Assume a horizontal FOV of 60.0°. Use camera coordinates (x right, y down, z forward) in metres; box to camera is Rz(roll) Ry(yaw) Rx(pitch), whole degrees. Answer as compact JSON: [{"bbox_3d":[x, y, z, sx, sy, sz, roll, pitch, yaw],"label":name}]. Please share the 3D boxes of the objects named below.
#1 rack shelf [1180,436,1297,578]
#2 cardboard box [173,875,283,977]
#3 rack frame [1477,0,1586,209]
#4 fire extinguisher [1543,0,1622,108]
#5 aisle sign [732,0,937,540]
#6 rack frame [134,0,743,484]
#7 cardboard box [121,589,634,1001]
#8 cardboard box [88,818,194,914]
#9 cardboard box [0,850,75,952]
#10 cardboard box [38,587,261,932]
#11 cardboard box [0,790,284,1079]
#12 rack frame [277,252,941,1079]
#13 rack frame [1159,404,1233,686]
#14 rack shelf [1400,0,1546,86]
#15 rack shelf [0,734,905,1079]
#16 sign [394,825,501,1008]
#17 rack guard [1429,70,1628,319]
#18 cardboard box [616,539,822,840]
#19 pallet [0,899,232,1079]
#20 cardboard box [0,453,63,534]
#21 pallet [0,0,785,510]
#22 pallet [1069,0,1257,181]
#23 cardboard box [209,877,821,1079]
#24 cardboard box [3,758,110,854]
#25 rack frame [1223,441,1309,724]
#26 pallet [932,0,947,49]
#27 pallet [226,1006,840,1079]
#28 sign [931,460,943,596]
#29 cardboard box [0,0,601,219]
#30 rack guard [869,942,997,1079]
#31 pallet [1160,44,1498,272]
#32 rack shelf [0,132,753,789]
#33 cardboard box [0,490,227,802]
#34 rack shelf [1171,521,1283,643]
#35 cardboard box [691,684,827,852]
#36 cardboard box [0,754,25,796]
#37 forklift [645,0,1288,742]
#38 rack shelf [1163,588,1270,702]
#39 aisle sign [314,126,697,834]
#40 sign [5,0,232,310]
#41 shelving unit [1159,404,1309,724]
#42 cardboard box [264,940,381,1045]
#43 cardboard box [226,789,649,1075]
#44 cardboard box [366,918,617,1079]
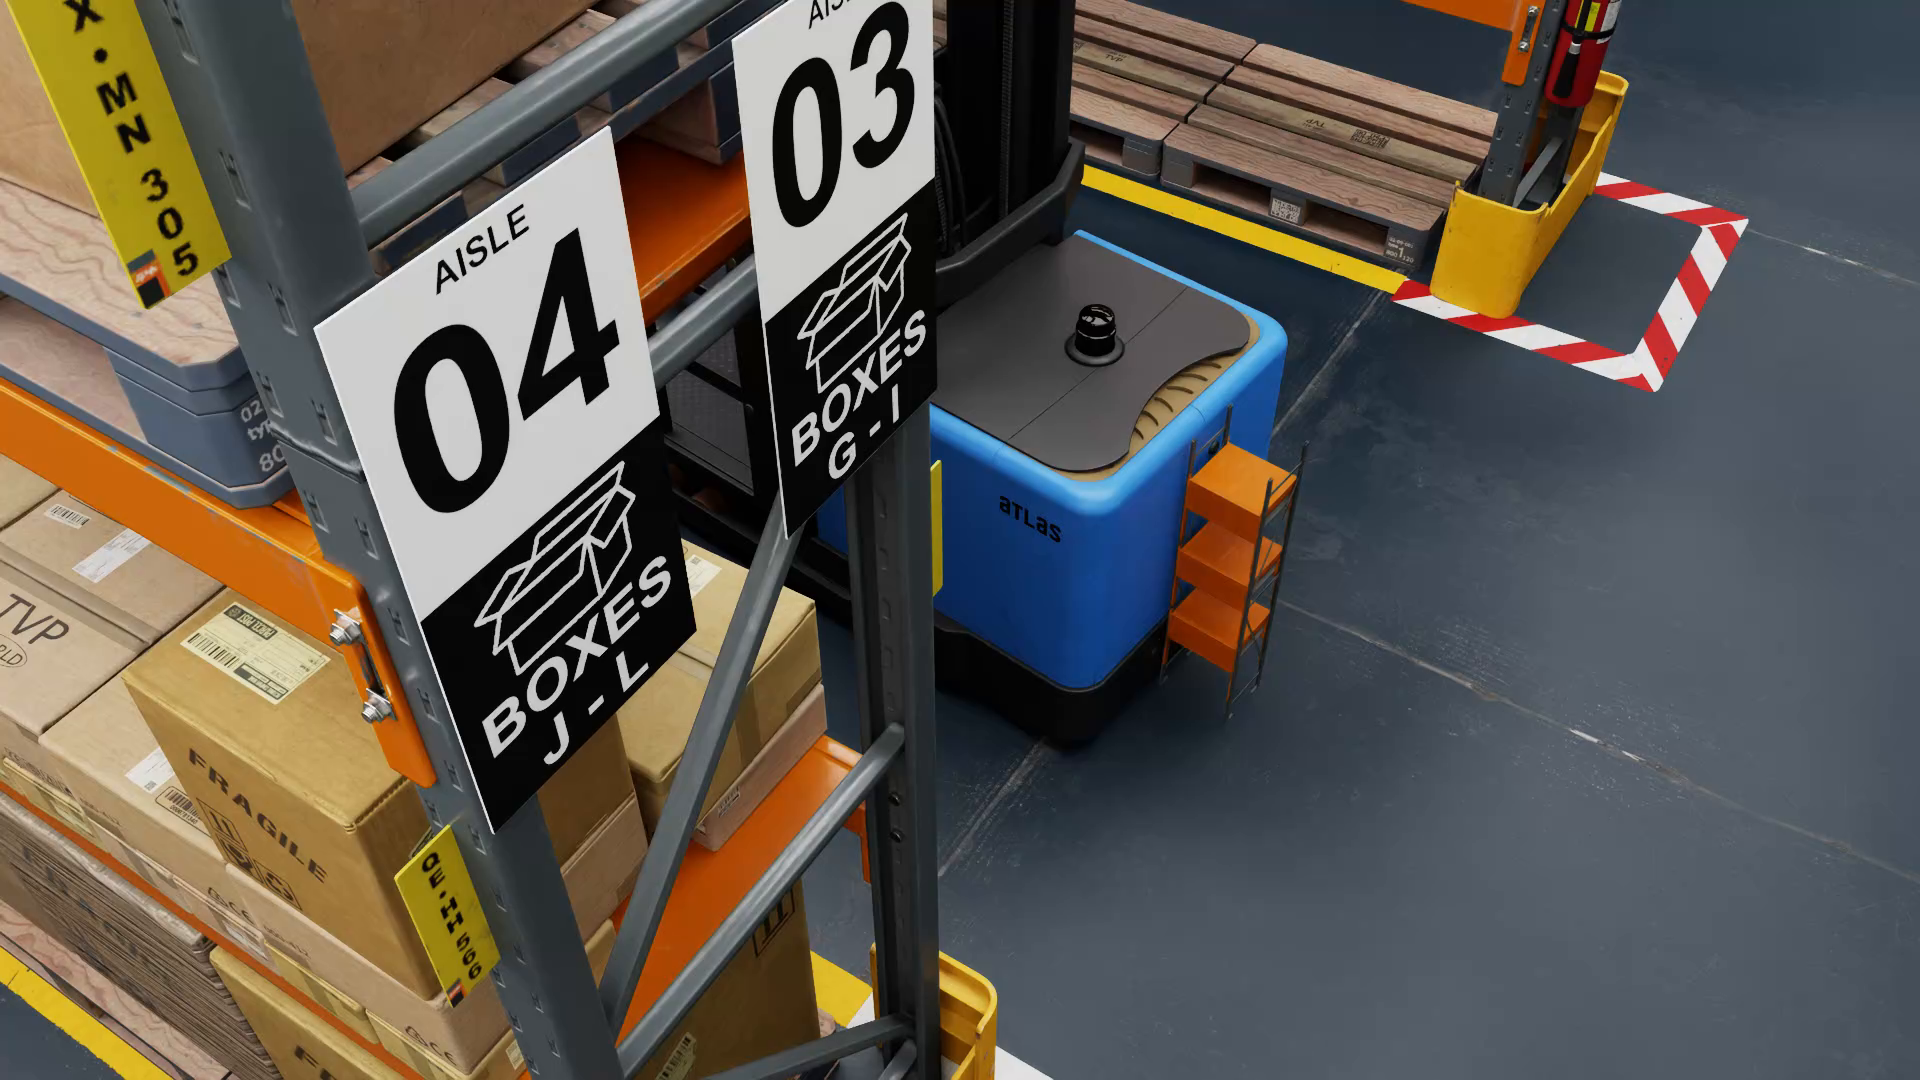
[{"bbox_3d":[0.794,-0.094,4.728,0.240,0.259,0.215,30,53,26],"label":"rack shelf"},{"bbox_3d":[-1.275,0.615,3.236,0.250,0.149,0.380,25,51,22],"label":"cardboard box"},{"bbox_3d":[2.308,-2.325,5.918,0.127,3.000,1.000,25,51,22],"label":"rack frame"},{"bbox_3d":[2.189,-1.836,5.756,0.183,0.674,0.296,25,51,22],"label":"fire extinguisher"},{"bbox_3d":[-0.144,-0.395,2.229,0.004,0.787,0.394,25,51,22],"label":"aisle sign"},{"bbox_3d":[-0.366,-1.426,0.861,0.127,3.000,1.000,25,51,22],"label":"rack frame"},{"bbox_3d":[-0.918,0.322,2.720,0.500,0.500,0.500,25,51,23],"label":"cardboard box"},{"bbox_3d":[-1.485,0.518,3.330,0.250,0.149,0.380,26,51,23],"label":"cardboard box"},{"bbox_3d":[-2.463,0.362,4.495,0.875,0.875,0.875,25,51,22],"label":"cardboard box"},{"bbox_3d":[-1.344,0.389,3.178,0.500,0.250,0.500,24,50,21],"label":"cardboard box"},{"bbox_3d":[-1.714,0.707,4.160,0.875,0.875,0.875,25,51,22],"label":"cardboard box"},{"bbox_3d":[-0.366,0.665,3.013,0.127,3.000,1.000,25,51,22],"label":"rack frame"},{"bbox_3d":[0.699,0.041,4.978,0.008,1.050,0.200,30,53,26],"label":"rack frame"},{"bbox_3d":[0.624,-2.849,6.928,4.000,0.370,1.077,25,51,22],"label":"rack shelf"},{"bbox_3d":[-2.050,0.141,4.023,4.000,0.370,1.077,25,51,22],"label":"rack shelf"},{"bbox_3d":[-0.671,0.501,2.199,0.005,0.325,0.100,25,51,22],"label":"sign"},{"bbox_3d":[2.335,-1.453,6.813,0.348,0.500,1.175,25,51,22],"label":"rack guard"},{"bbox_3d":[-0.624,0.264,3.299,0.500,0.250,0.500,23,50,21],"label":"cardboard box"},{"bbox_3d":[-2.104,0.901,4.727,1.213,0.211,1.003,25,51,22],"label":"pallet"},{"bbox_3d":[-2.213,-0.007,3.562,0.500,0.250,0.500,25,51,22],"label":"cardboard box"},{"bbox_3d":[-0.996,-0.631,2.242,1.213,0.211,1.003,25,51,22],"label":"pallet"},{"bbox_3d":[0.612,-2.169,7.711,1.213,0.211,1.003,25,51,22],"label":"pallet"},{"bbox_3d":[-0.948,1.059,3.818,0.875,0.875,0.875,25,51,22],"label":"cardboard box"},{"bbox_3d":[-1.704,0.419,3.427,0.250,0.149,0.380,24,50,21],"label":"cardboard box"},{"bbox_3d":[0.889,0.151,4.871,0.008,1.050,0.200,30,53,26],"label":"rack frame"},{"bbox_3d":[-0.419,-2.641,8.169,1.213,0.211,1.003,25,51,22],"label":"pallet"},{"bbox_3d":[-1.081,1.374,4.268,1.213,0.211,1.003,25,51,22],"label":"pallet"},{"bbox_3d":[-0.062,0.003,2.997,0.005,0.325,0.100,25,51,22],"label":"sign"},{"bbox_3d":[-0.833,-0.766,1.879,0.500,0.500,0.700,22,50,20],"label":"cardboard box"},{"bbox_3d":[-0.346,1.545,3.900,0.348,0.500,1.175,25,51,22],"label":"rack guard"},{"bbox_3d":[1.635,-1.696,7.251,1.213,0.211,1.003,25,51,22],"label":"pallet"},{"bbox_3d":[-2.050,-0.904,2.947,4.000,0.370,1.077,25,51,22],"label":"rack shelf"},{"bbox_3d":[-1.773,0.192,3.369,0.500,0.250,0.500,23,50,21],"label":"cardboard box"},{"bbox_3d":[0.794,0.104,4.932,0.240,0.259,0.215,30,53,26],"label":"rack shelf"},{"bbox_3d":[-0.487,0.416,3.430,0.250,0.149,0.380,25,51,23],"label":"cardboard box"},{"bbox_3d":[-1.923,0.319,3.524,0.250,0.149,0.380,25,51,22],"label":"cardboard box"},{"bbox_3d":[-0.483,-1.303,4.972,3.031,2.935,1.130,30,53,26],"label":"forklift"},{"bbox_3d":[0.794,0.297,5.131,0.240,0.259,0.215,30,53,26],"label":"rack shelf"},{"bbox_3d":[-0.468,-0.032,1.877,0.004,0.787,0.394,25,51,22],"label":"aisle sign"},{"bbox_3d":[-0.671,-0.339,1.335,0.005,0.325,0.100,25,51,22],"label":"sign"},{"bbox_3d":[0.794,0.096,4.924,0.252,1.050,0.215,30,53,26],"label":"shelving unit"},{"bbox_3d":[-1.063,0.714,3.140,0.250,0.149,0.380,25,51,22],"label":"cardboard box"},{"bbox_3d":[-0.917,0.586,2.986,0.500,0.250,0.500,24,50,22],"label":"cardboard box"},{"bbox_3d":[-0.844,0.813,3.043,0.250,0.149,0.380,26,51,23],"label":"cardboard box"}]
